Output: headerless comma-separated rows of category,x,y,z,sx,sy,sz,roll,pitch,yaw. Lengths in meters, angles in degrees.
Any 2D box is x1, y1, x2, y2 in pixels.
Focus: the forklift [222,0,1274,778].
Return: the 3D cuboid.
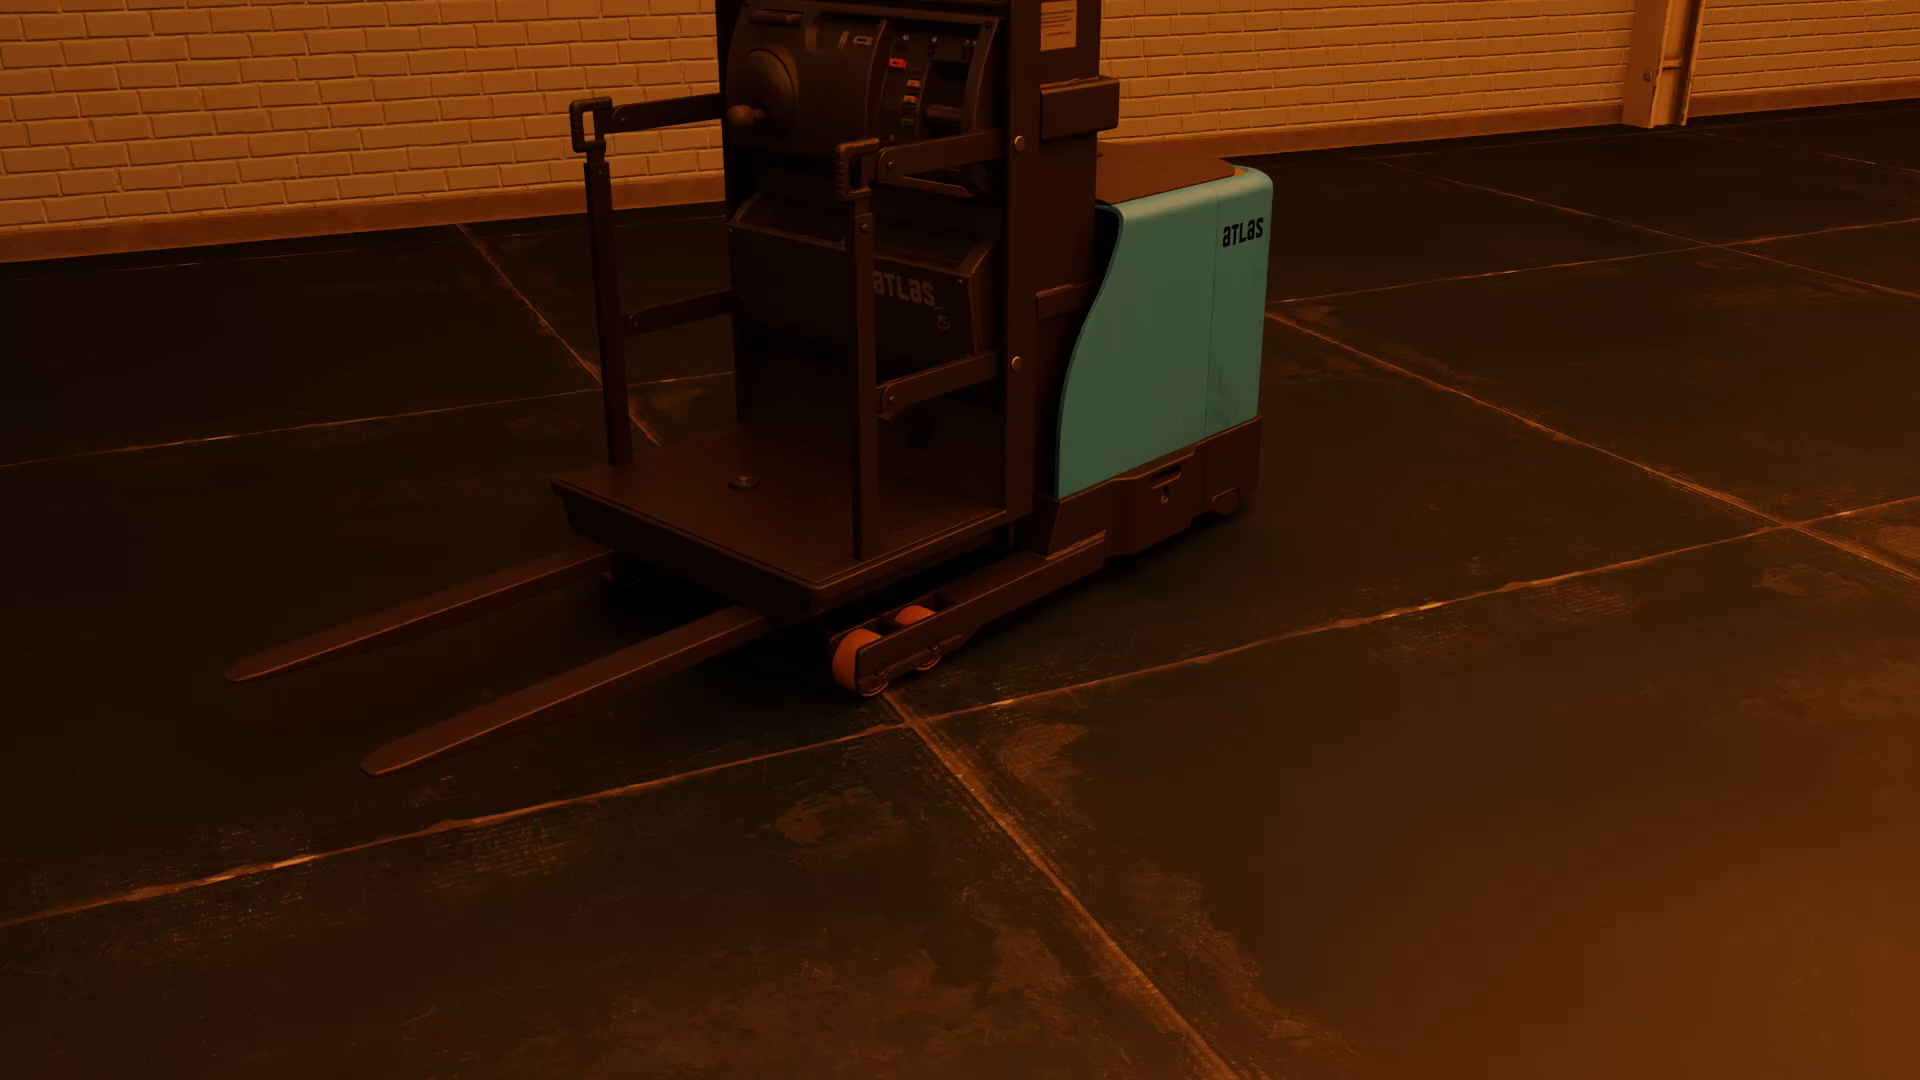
forklift,-0.413,-1.182,4.131,1.130,2.935,3.031,19,29,39
